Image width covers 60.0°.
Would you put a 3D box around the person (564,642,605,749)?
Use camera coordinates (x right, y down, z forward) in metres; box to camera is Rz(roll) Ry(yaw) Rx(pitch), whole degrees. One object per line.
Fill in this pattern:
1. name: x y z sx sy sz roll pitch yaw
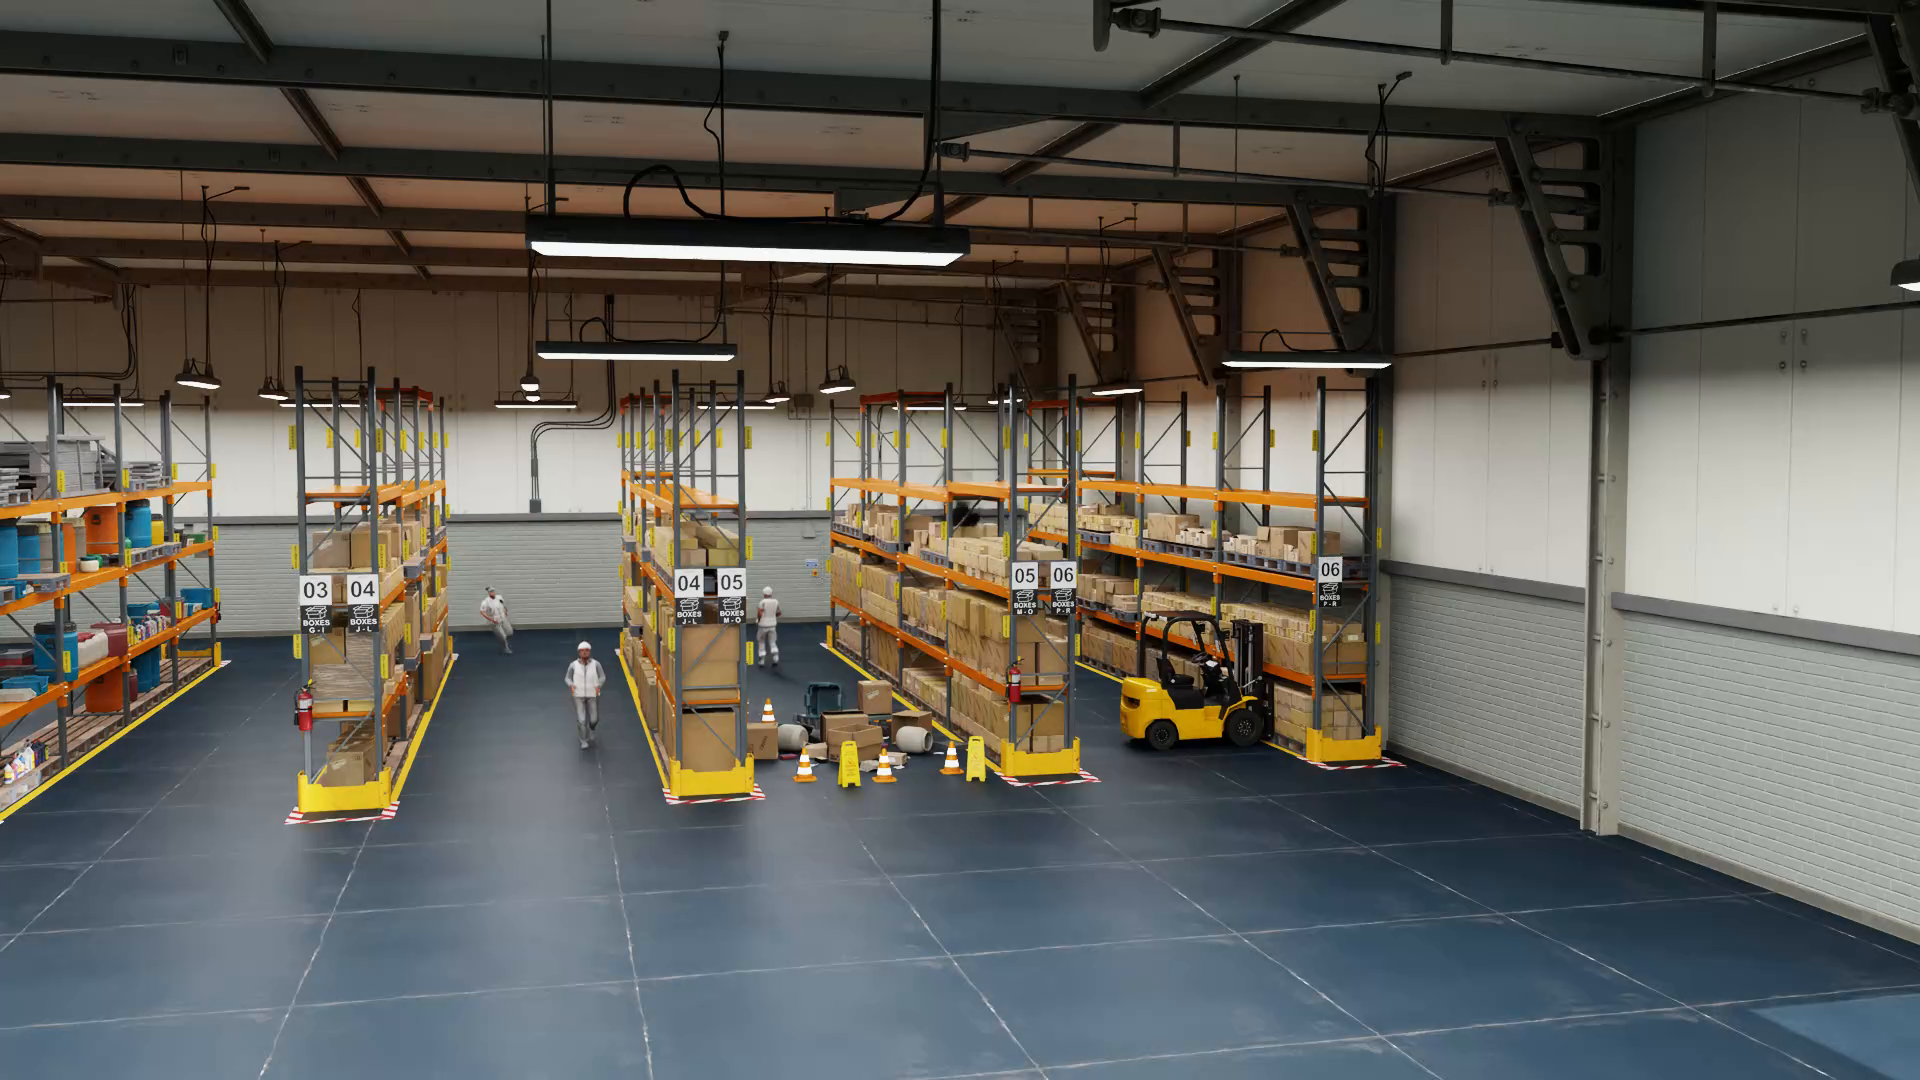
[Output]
1. person: -6.123 2.523 27.083 0.617 1.722 0.606 -1 4 -14

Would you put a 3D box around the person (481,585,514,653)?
1. person: -10.827 1.861 38.984 0.530 1.630 0.827 2 4 35

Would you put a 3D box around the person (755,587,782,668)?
1. person: -4.195 1.912 36.256 0.645 1.800 0.903 -2 4 -27
